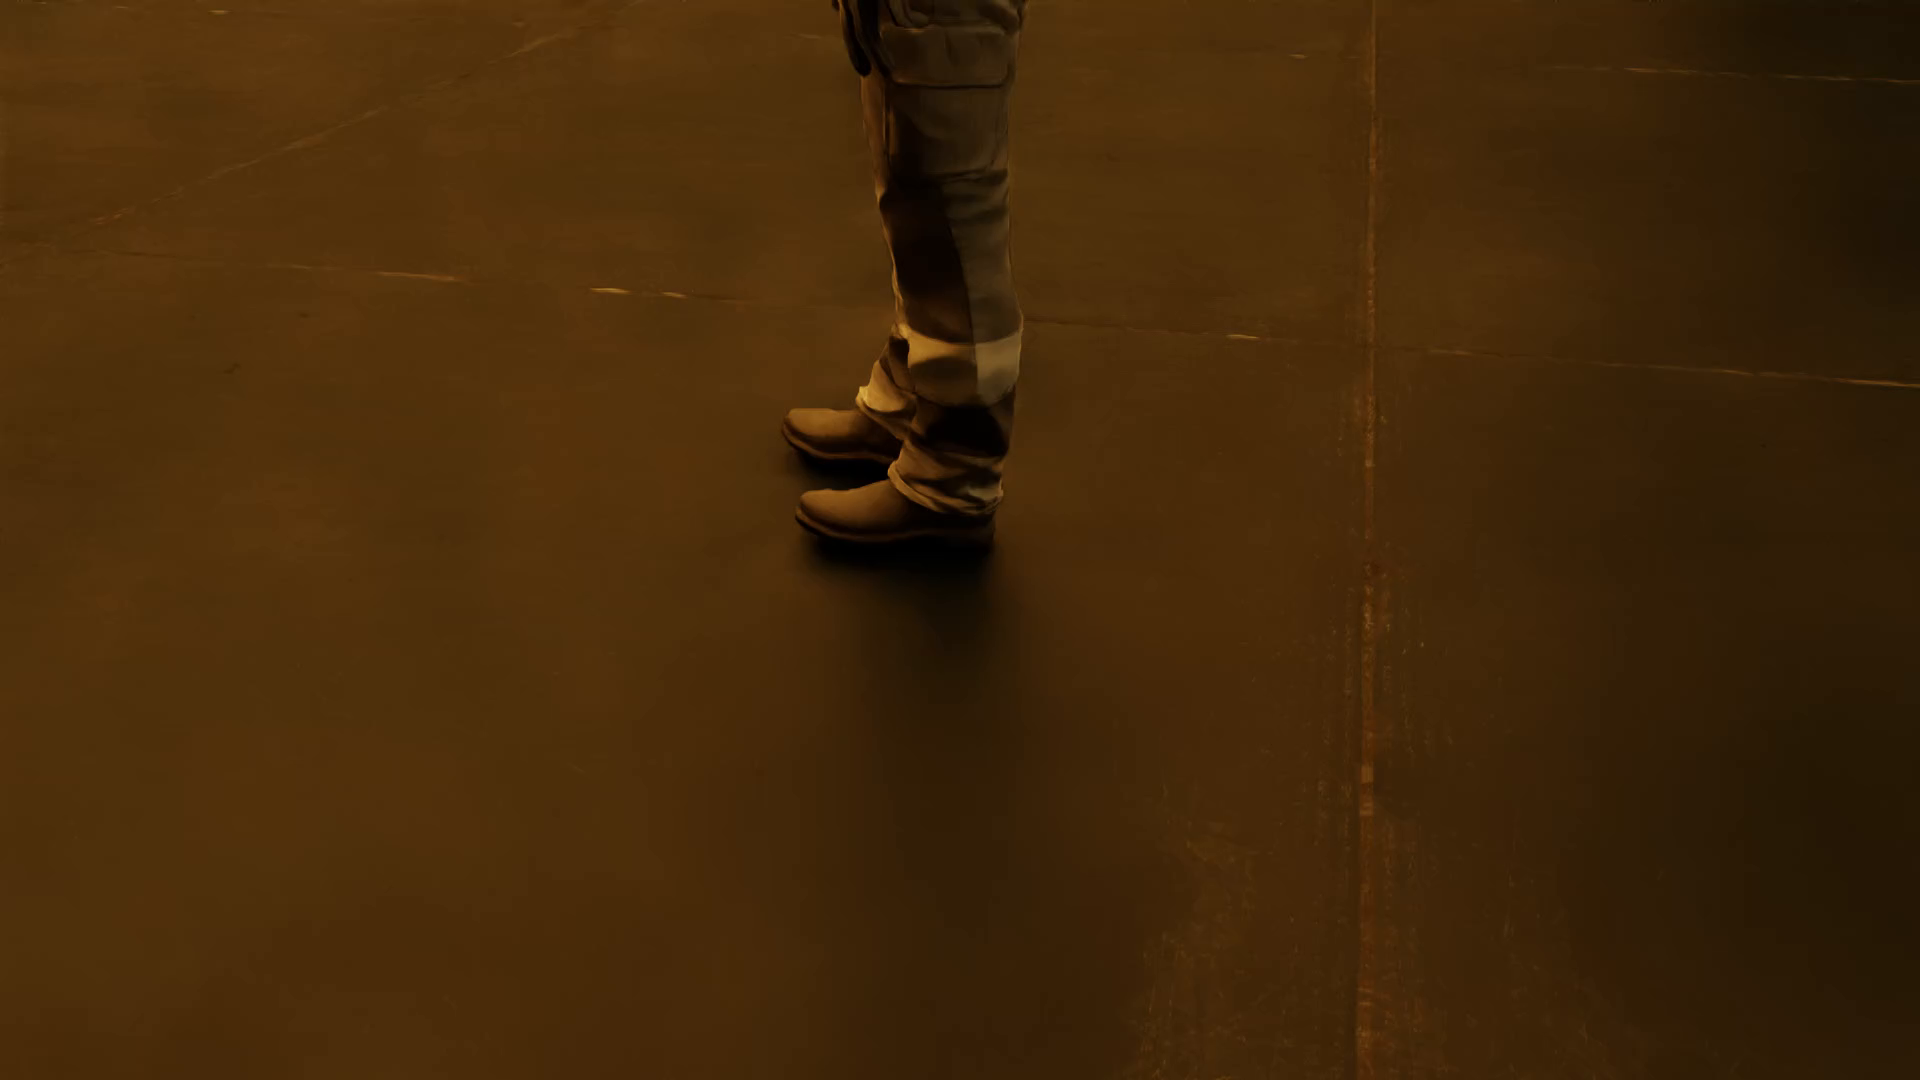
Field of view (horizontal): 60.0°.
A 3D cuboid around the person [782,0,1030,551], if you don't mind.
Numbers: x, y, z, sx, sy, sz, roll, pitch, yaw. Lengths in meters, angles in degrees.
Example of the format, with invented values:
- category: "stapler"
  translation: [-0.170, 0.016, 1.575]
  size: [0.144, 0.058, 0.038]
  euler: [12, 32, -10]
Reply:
- category: "person"
  translation: [-0.076, -0.818, 2.119]
  size: [0.563, 1.787, 0.637]
  euler: [6, 27, 11]
